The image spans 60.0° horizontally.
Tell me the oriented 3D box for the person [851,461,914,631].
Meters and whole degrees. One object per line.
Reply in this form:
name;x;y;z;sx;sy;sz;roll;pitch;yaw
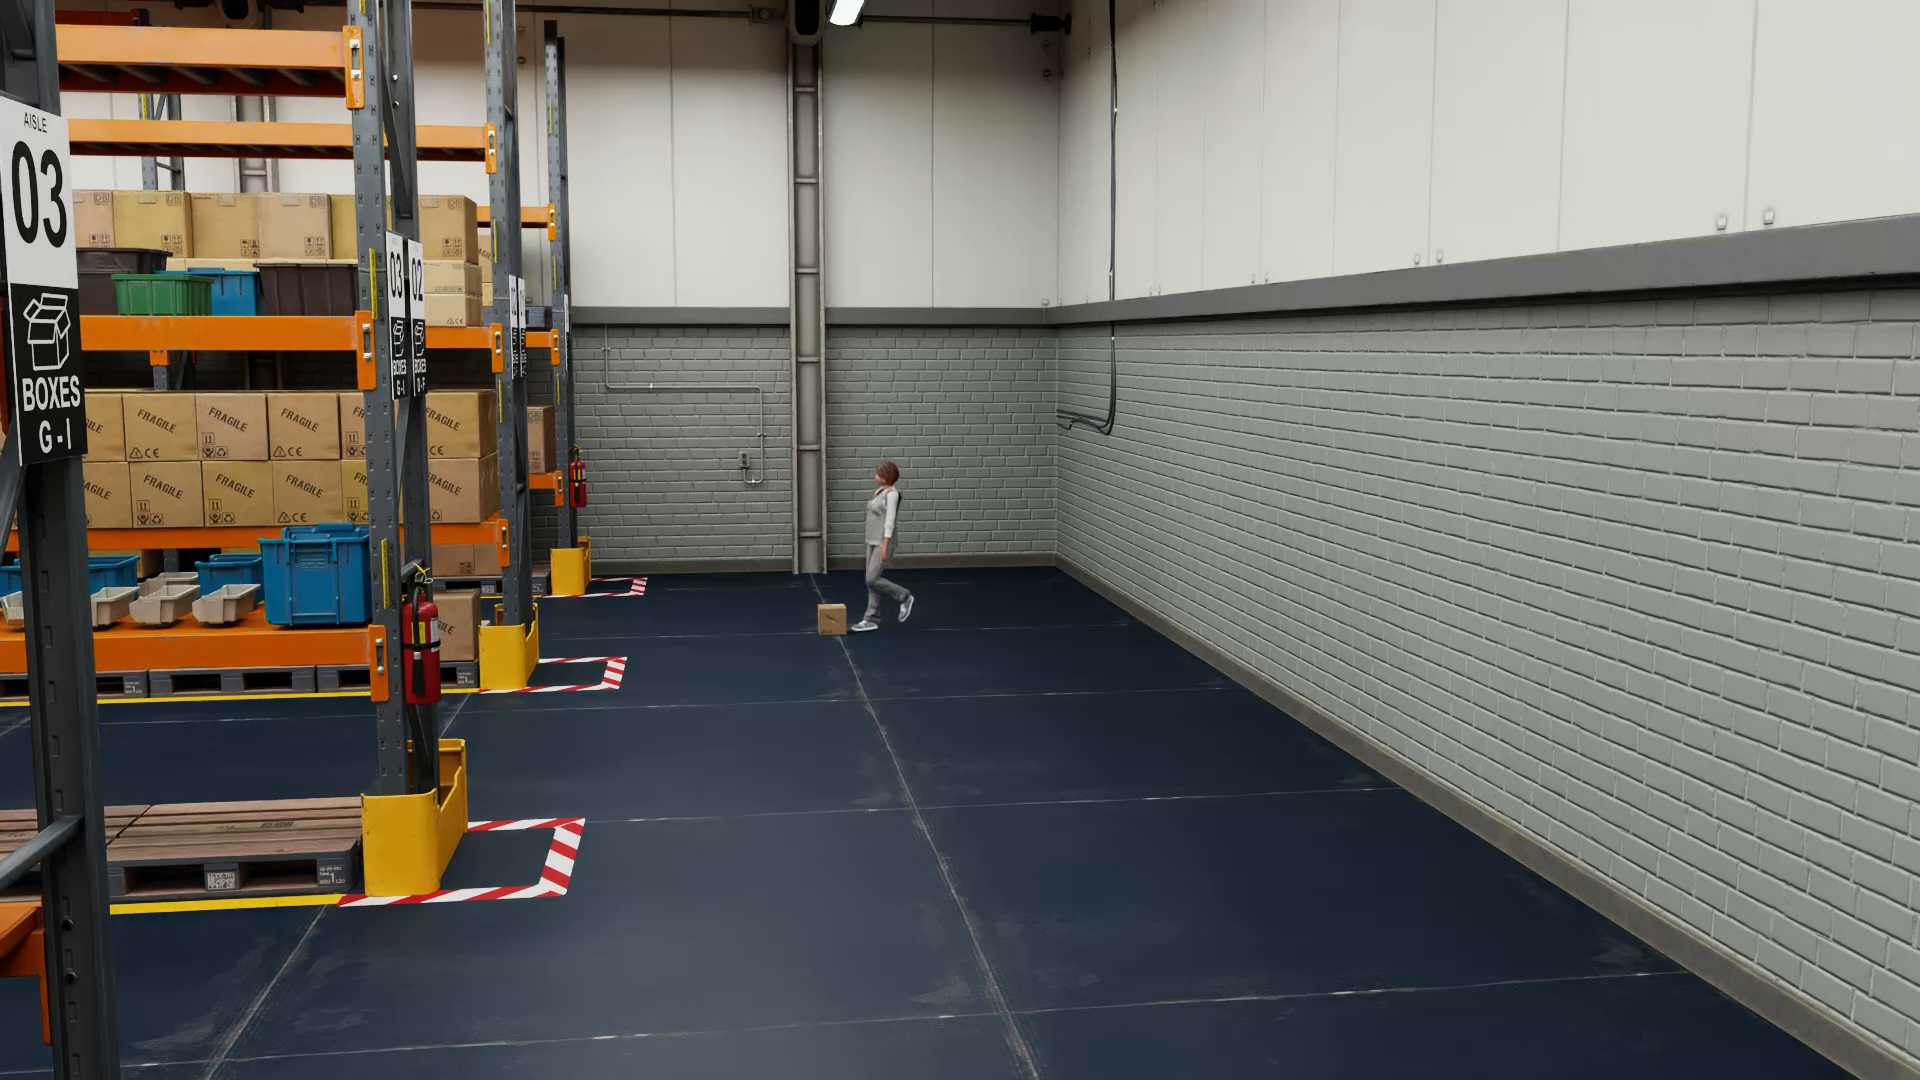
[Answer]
person;-0.722;0.061;15.469;0.578;1.591;0.432;-3;7;-23
